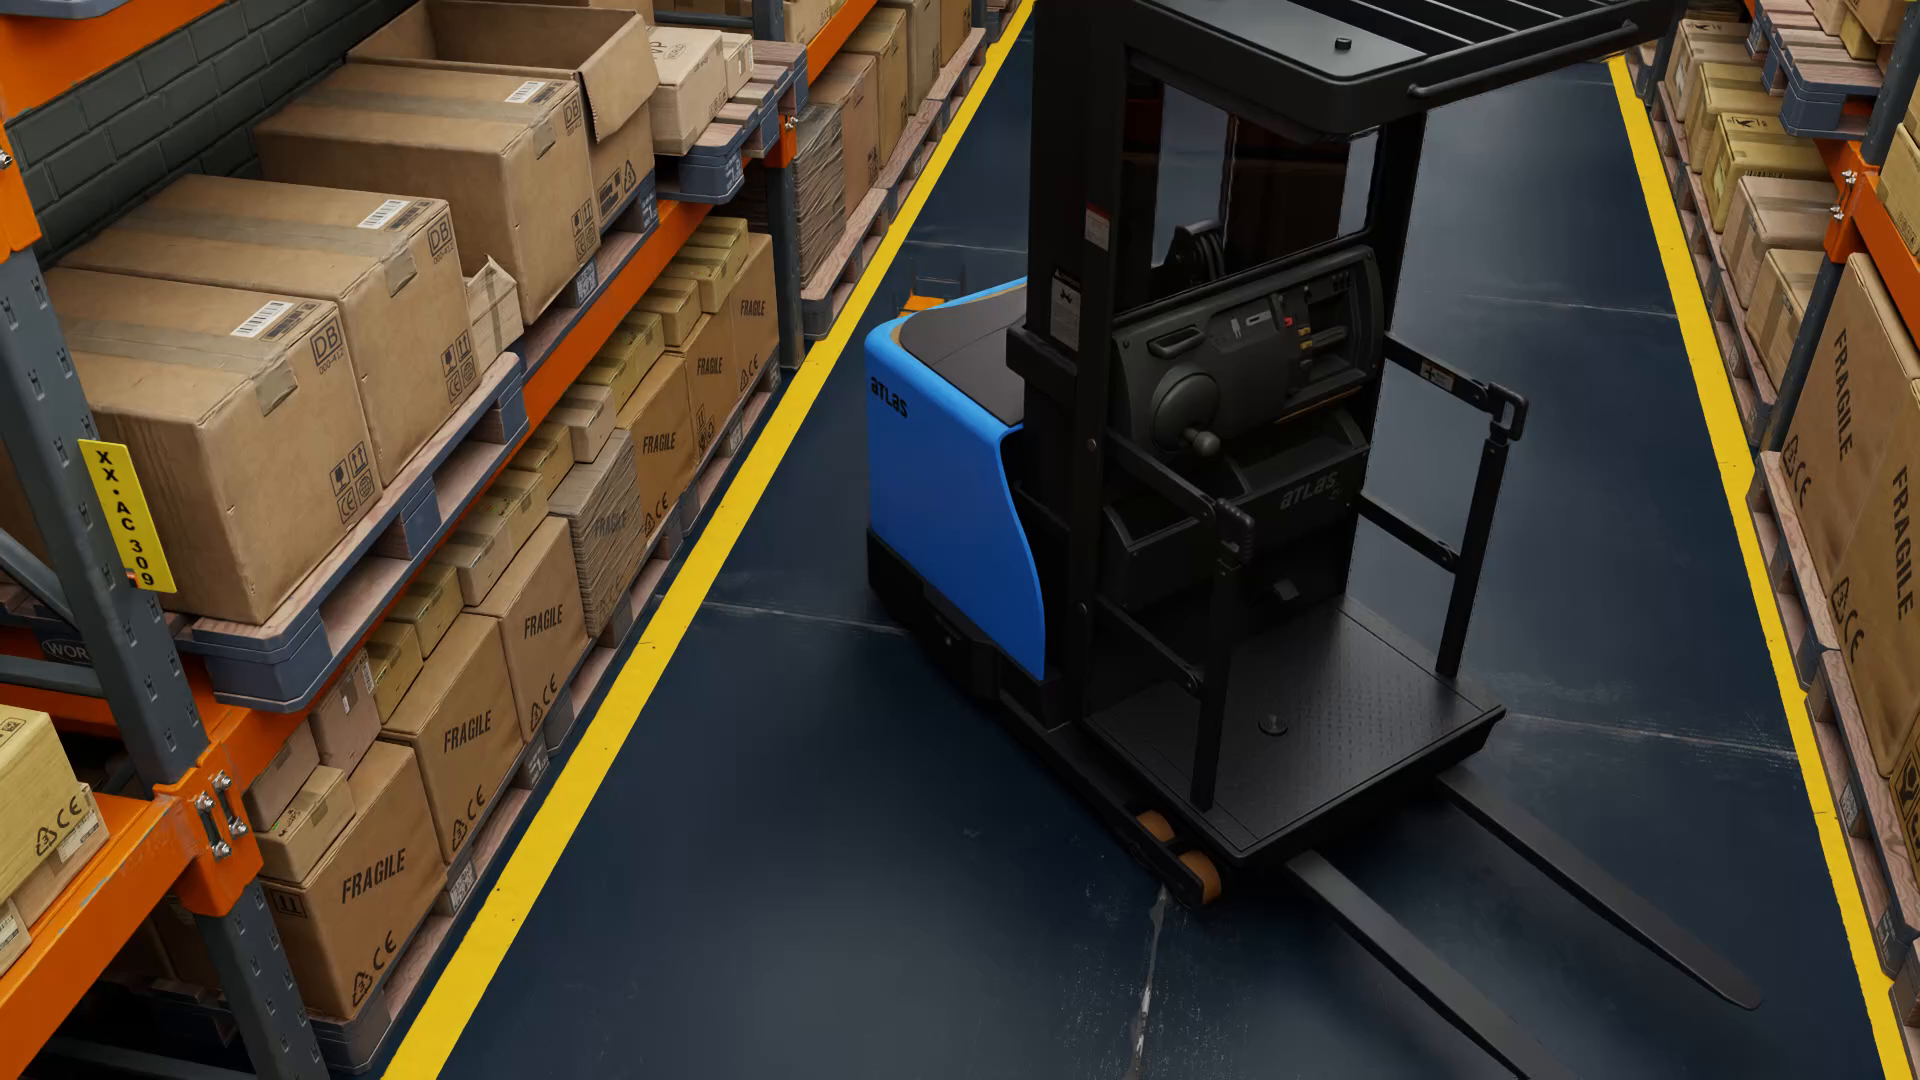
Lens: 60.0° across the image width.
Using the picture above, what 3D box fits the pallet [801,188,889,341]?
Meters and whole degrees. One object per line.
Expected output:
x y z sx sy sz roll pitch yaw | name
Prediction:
-0.972 -1.384 7.979 1.003 0.211 1.213 7 37 10 | pallet

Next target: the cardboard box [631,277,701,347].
-1.171 -0.846 6.080 0.380 0.149 0.250 6 36 8 | cardboard box

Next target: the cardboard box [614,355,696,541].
-1.292 -0.348 5.947 0.500 0.500 0.500 9 37 12 | cardboard box

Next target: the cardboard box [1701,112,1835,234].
4.112 -1.713 7.938 0.950 0.372 0.625 8 37 12 | cardboard box

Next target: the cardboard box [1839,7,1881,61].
3.491 -1.874 6.136 0.380 0.149 0.250 8 37 11 | cardboard box

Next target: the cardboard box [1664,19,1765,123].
4.409 -2.524 9.058 0.950 0.372 0.625 8 37 11 | cardboard box

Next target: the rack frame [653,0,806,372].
-1.186 -2.046 6.517 1.000 3.000 0.127 7 37 10 | rack frame

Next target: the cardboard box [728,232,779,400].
-1.066 -0.934 6.755 0.500 0.500 0.500 8 37 11 | cardboard box

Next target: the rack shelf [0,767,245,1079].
-2.467 1.685 1.982 1.077 0.370 4.000 7 37 10 | rack shelf

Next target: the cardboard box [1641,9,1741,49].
4.382 -3.148 10.023 0.500 0.250 0.500 9 37 12 | cardboard box

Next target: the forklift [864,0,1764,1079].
0.924 -0.450 4.374 1.130 2.935 3.031 -22 41 -27 | forklift

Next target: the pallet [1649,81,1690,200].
4.354 -2.143 9.027 1.003 0.211 1.213 7 37 10 | pallet

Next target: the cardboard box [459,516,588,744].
-1.502 0.248 5.123 0.500 0.500 0.500 6 36 9 | cardboard box

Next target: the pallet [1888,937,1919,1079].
2.901 1.545 3.939 1.003 0.211 1.213 7 37 10 | pallet

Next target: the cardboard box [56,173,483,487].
-1.607 -0.509 3.954 0.700 0.500 0.500 8 37 10 | cardboard box

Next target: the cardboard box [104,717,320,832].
-1.763 0.527 3.933 0.380 0.149 0.250 7 36 9 | cardboard box

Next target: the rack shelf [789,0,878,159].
-0.758 -2.901 8.310 1.077 0.370 4.000 7 37 10 | rack shelf

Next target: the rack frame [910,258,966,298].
-0.076 -0.547 6.110 0.200 1.050 0.008 8 37 11 | rack frame

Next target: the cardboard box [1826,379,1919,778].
3.241 0.161 4.925 0.875 0.875 0.875 8 37 11 | cardboard box

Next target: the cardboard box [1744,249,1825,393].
3.795 -0.854 6.754 0.950 0.372 0.625 5 36 7 | cardboard box

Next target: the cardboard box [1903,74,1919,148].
3.315 -1.308 5.200 0.500 0.250 0.500 7 37 10 | cardboard box

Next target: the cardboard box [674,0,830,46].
-0.852 -2.209 6.869 0.500 0.250 0.500 7 37 10 | cardboard box

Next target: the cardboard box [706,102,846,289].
-1.039 -1.610 7.581 0.875 0.625 0.625 8 37 11 | cardboard box

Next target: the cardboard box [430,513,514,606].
-1.541 0.040 4.858 0.380 0.149 0.250 7 37 10 | cardboard box

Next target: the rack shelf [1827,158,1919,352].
3.237 0.012 4.290 1.077 0.370 4.000 7 37 10 | rack shelf

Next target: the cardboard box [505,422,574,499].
-1.457 -0.260 5.272 0.380 0.149 0.250 7 37 10 | cardboard box

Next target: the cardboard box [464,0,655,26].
-1.448 -1.981 5.984 0.500 0.500 0.500 9 37 12 | cardboard box

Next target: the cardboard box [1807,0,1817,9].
3.563 -2.168 6.541 0.380 0.149 0.250 6 36 8 | cardboard box

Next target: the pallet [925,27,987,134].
-0.450 -2.783 9.909 1.003 0.211 1.213 7 37 10 | pallet

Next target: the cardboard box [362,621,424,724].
-1.676 0.338 4.448 0.380 0.149 0.250 6 36 8 | cardboard box

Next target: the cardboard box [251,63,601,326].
-1.440 -0.959 4.574 0.700 0.500 0.500 7 37 10 | cardboard box

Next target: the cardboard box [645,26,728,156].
-1.095 -1.510 5.547 0.500 0.250 0.500 6 36 8 | cardboard box

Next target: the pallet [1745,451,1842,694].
3.422 0.146 5.869 1.003 0.211 1.213 7 37 10 | pallet

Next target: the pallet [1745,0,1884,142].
3.713 -1.770 6.300 1.213 0.211 1.003 7 37 10 | pallet

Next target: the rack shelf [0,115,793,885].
-1.613 -0.608 5.146 1.077 0.370 4.000 7 37 10 | rack shelf

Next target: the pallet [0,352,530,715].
-1.763 -0.119 4.022 1.003 0.211 1.213 7 37 10 | pallet

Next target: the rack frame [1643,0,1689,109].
4.519 -3.719 8.825 1.000 3.000 0.127 7 37 10 | rack frame

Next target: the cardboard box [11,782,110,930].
-1.861 0.564 3.130 0.380 0.149 0.250 8 37 11 | cardboard box

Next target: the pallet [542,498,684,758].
-1.645 0.204 5.789 1.003 0.211 1.213 7 37 10 | pallet

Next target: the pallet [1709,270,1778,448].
3.833 -0.744 7.097 1.003 0.211 1.213 7 37 10 | pallet

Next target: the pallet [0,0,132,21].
-1.832 -1.256 3.031 1.213 0.211 1.003 7 37 10 | pallet

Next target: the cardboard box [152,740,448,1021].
-1.717 0.840 4.307 0.500 0.500 0.500 9 37 12 | cardboard box

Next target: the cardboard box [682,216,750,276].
-1.044 -1.151 6.502 0.380 0.149 0.250 6 36 8 | cardboard box

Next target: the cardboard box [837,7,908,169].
-0.764 -2.372 8.632 0.875 0.625 0.625 6 36 8 | cardboard box

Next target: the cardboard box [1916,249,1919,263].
3.222 -0.819 4.952 0.500 0.250 0.500 6 36 9 | cardboard box

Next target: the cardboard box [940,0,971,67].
-0.432 -3.247 9.840 0.875 0.625 0.625 9 37 12 | cardboard box

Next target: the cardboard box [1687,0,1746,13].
4.383 -3.452 9.803 0.500 0.500 0.500 7 36 9 | cardboard box

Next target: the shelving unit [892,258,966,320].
-0.105 -0.477 6.014 0.215 1.050 0.252 8 37 11 | shelving unit

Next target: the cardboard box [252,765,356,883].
-1.703 0.655 4.010 0.380 0.149 0.250 9 37 12 | cardboard box

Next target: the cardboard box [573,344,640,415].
-1.324 -0.557 5.682 0.380 0.149 0.250 7 36 9 | cardboard box

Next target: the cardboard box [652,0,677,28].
-1.339 -2.275 6.960 0.500 0.250 0.500 7 36 9 | cardboard box
